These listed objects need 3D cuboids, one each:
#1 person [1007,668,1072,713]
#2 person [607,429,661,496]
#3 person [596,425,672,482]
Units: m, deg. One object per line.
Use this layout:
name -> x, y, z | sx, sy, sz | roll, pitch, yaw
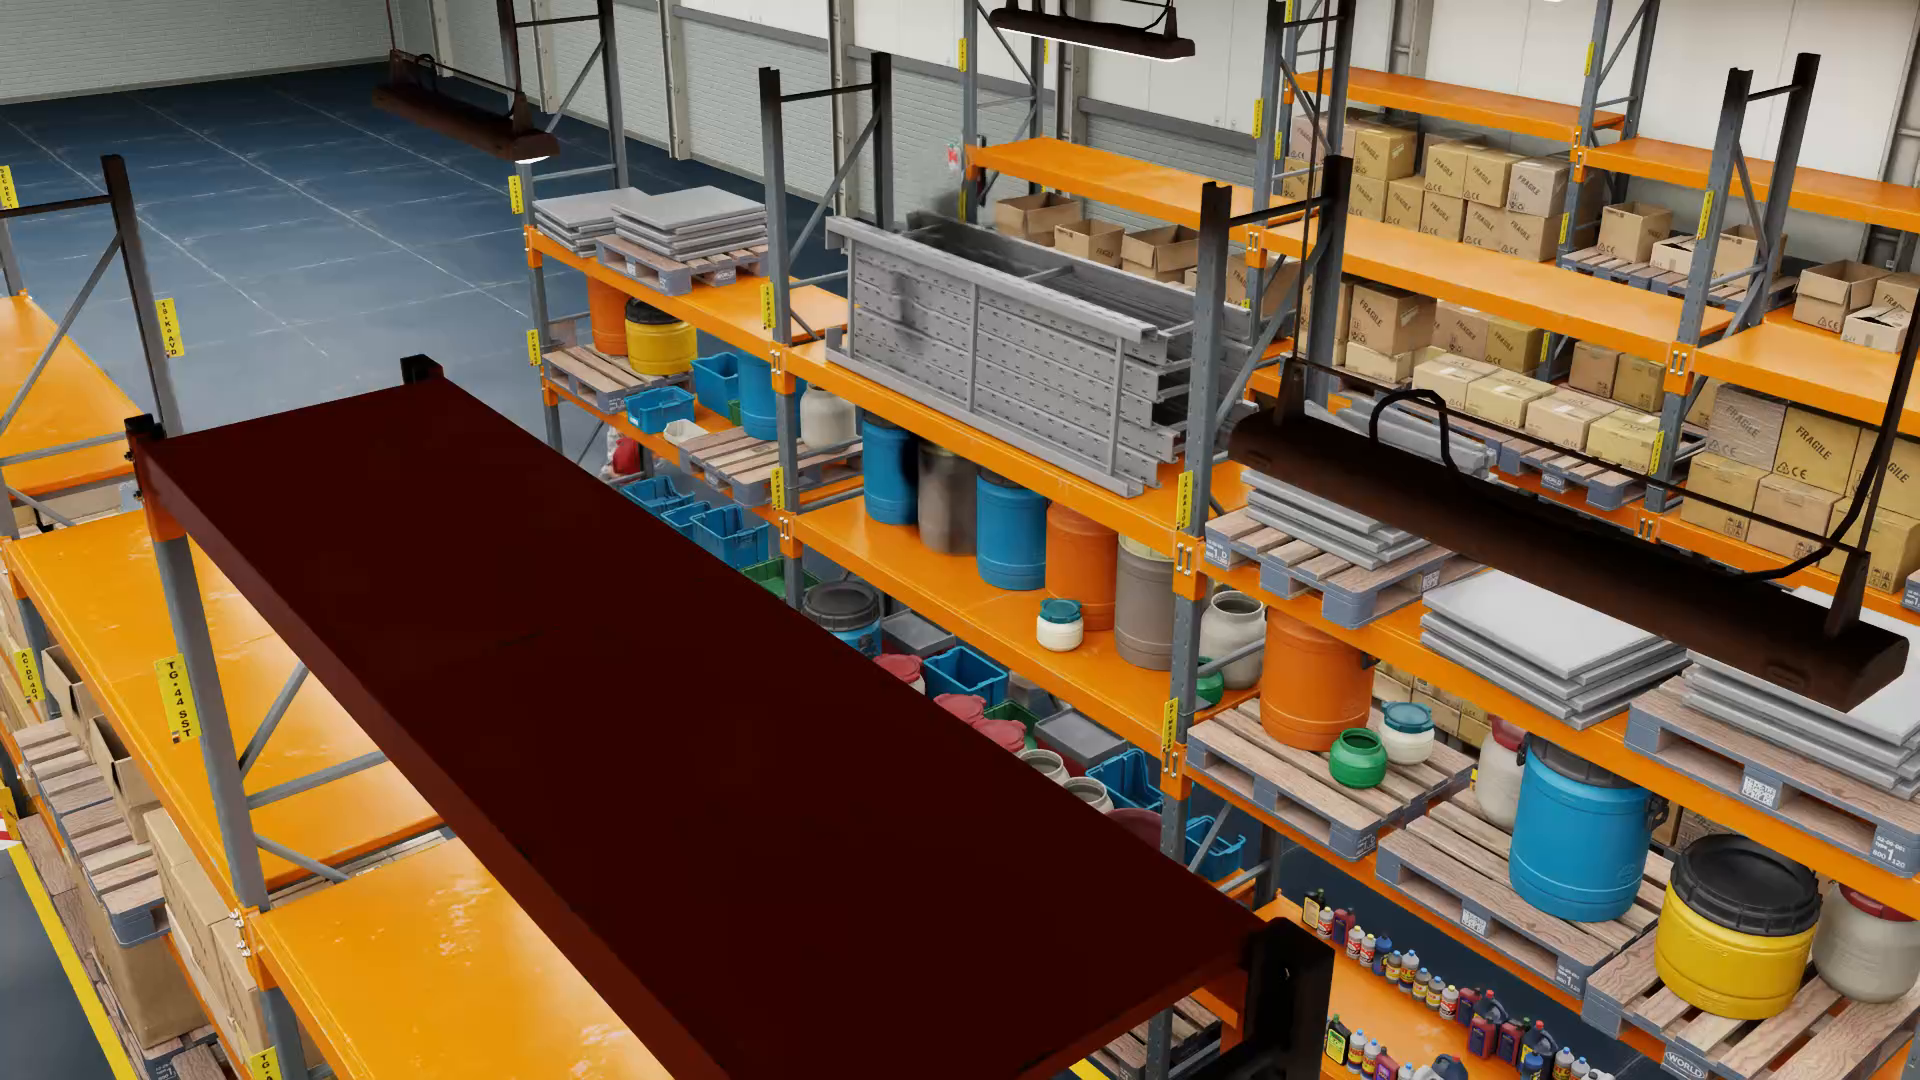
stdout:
person -> 0.719, 1.029, 14.068 | 0.924, 1.829, 0.678 | 23, 34, 39
person -> -3.404, -0.504, 17.392 | 0.605, 1.722, 0.688 | 8, 27, 16
person -> -3.880, -1.540, 19.360 | 0.975, 1.775, 0.670 | -4, 26, -8
